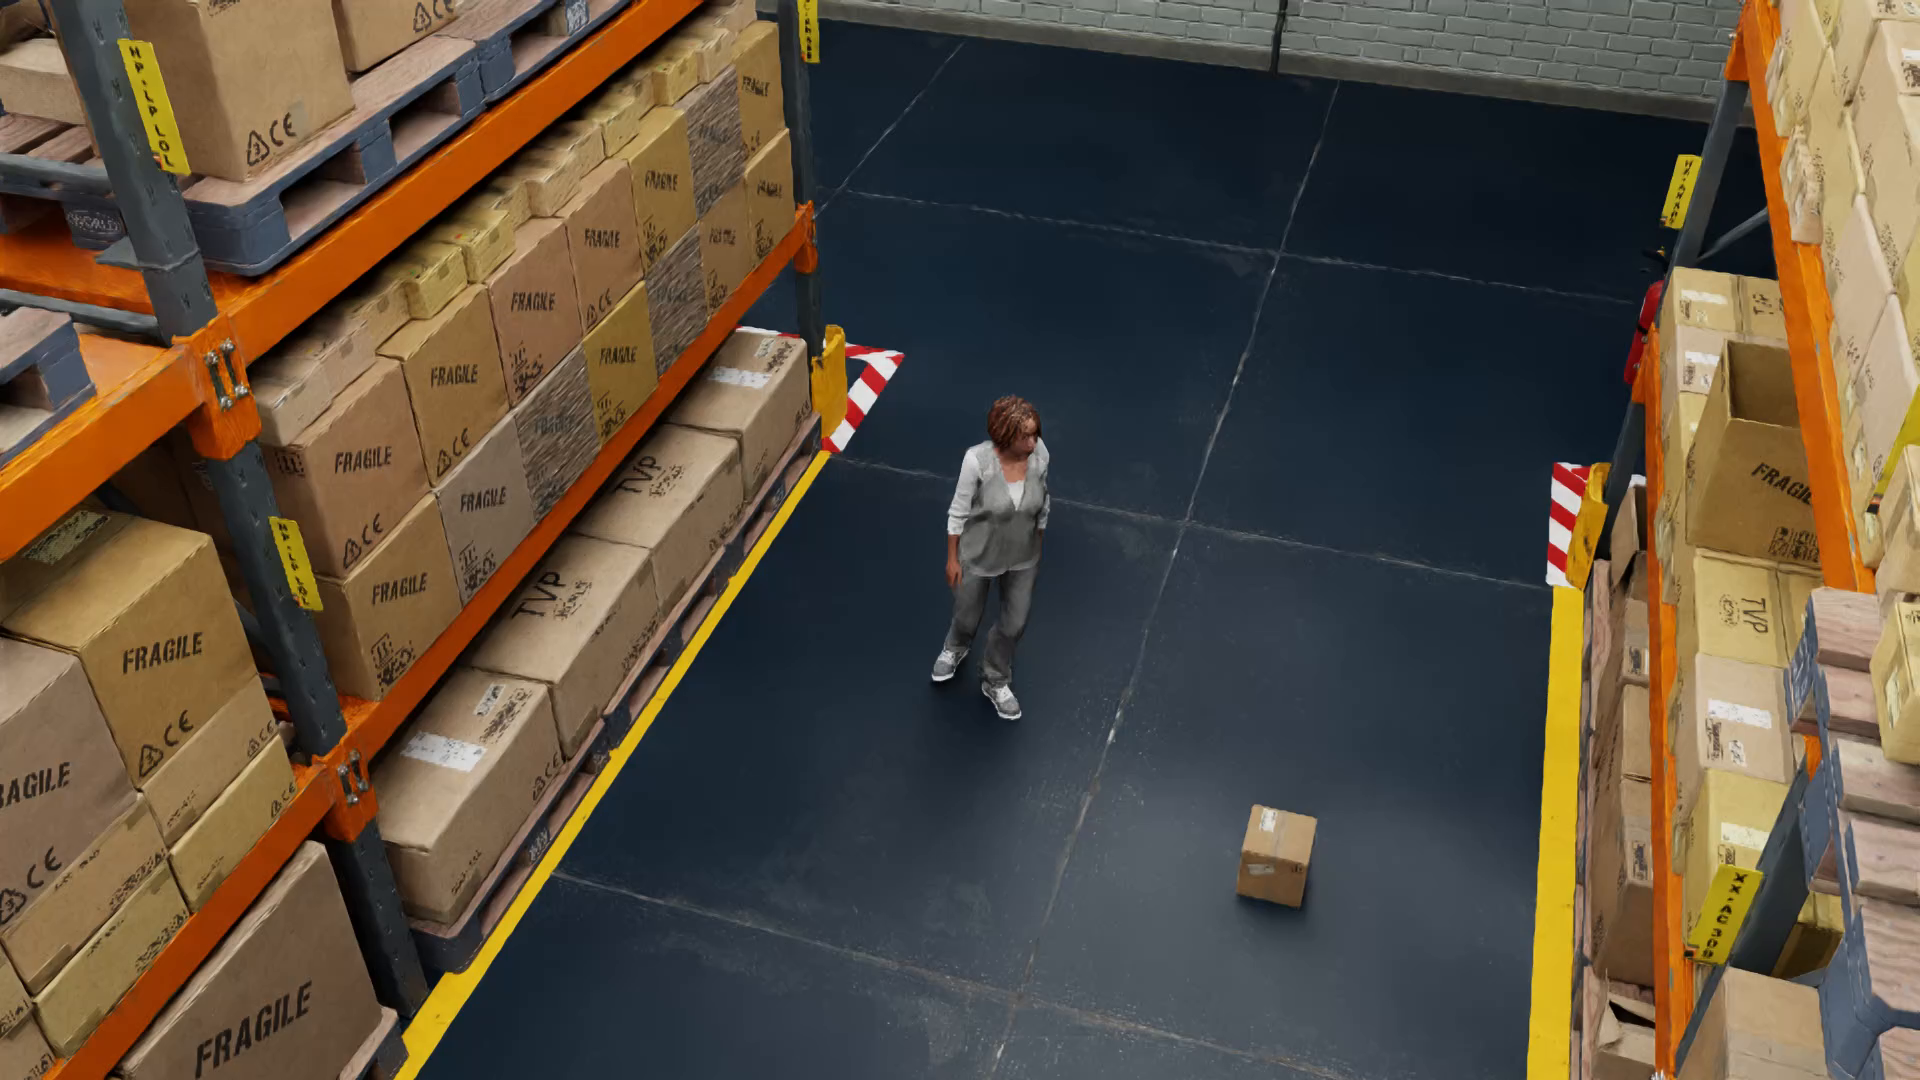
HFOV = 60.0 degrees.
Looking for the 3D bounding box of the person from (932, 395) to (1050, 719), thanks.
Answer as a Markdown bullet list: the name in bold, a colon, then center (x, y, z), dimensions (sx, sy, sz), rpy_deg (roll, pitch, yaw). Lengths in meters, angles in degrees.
- **person**: center (0.124, 0.028, 6.863), dimensions (0.470, 1.587, 0.499), rpy_deg (-11, 39, -14)
